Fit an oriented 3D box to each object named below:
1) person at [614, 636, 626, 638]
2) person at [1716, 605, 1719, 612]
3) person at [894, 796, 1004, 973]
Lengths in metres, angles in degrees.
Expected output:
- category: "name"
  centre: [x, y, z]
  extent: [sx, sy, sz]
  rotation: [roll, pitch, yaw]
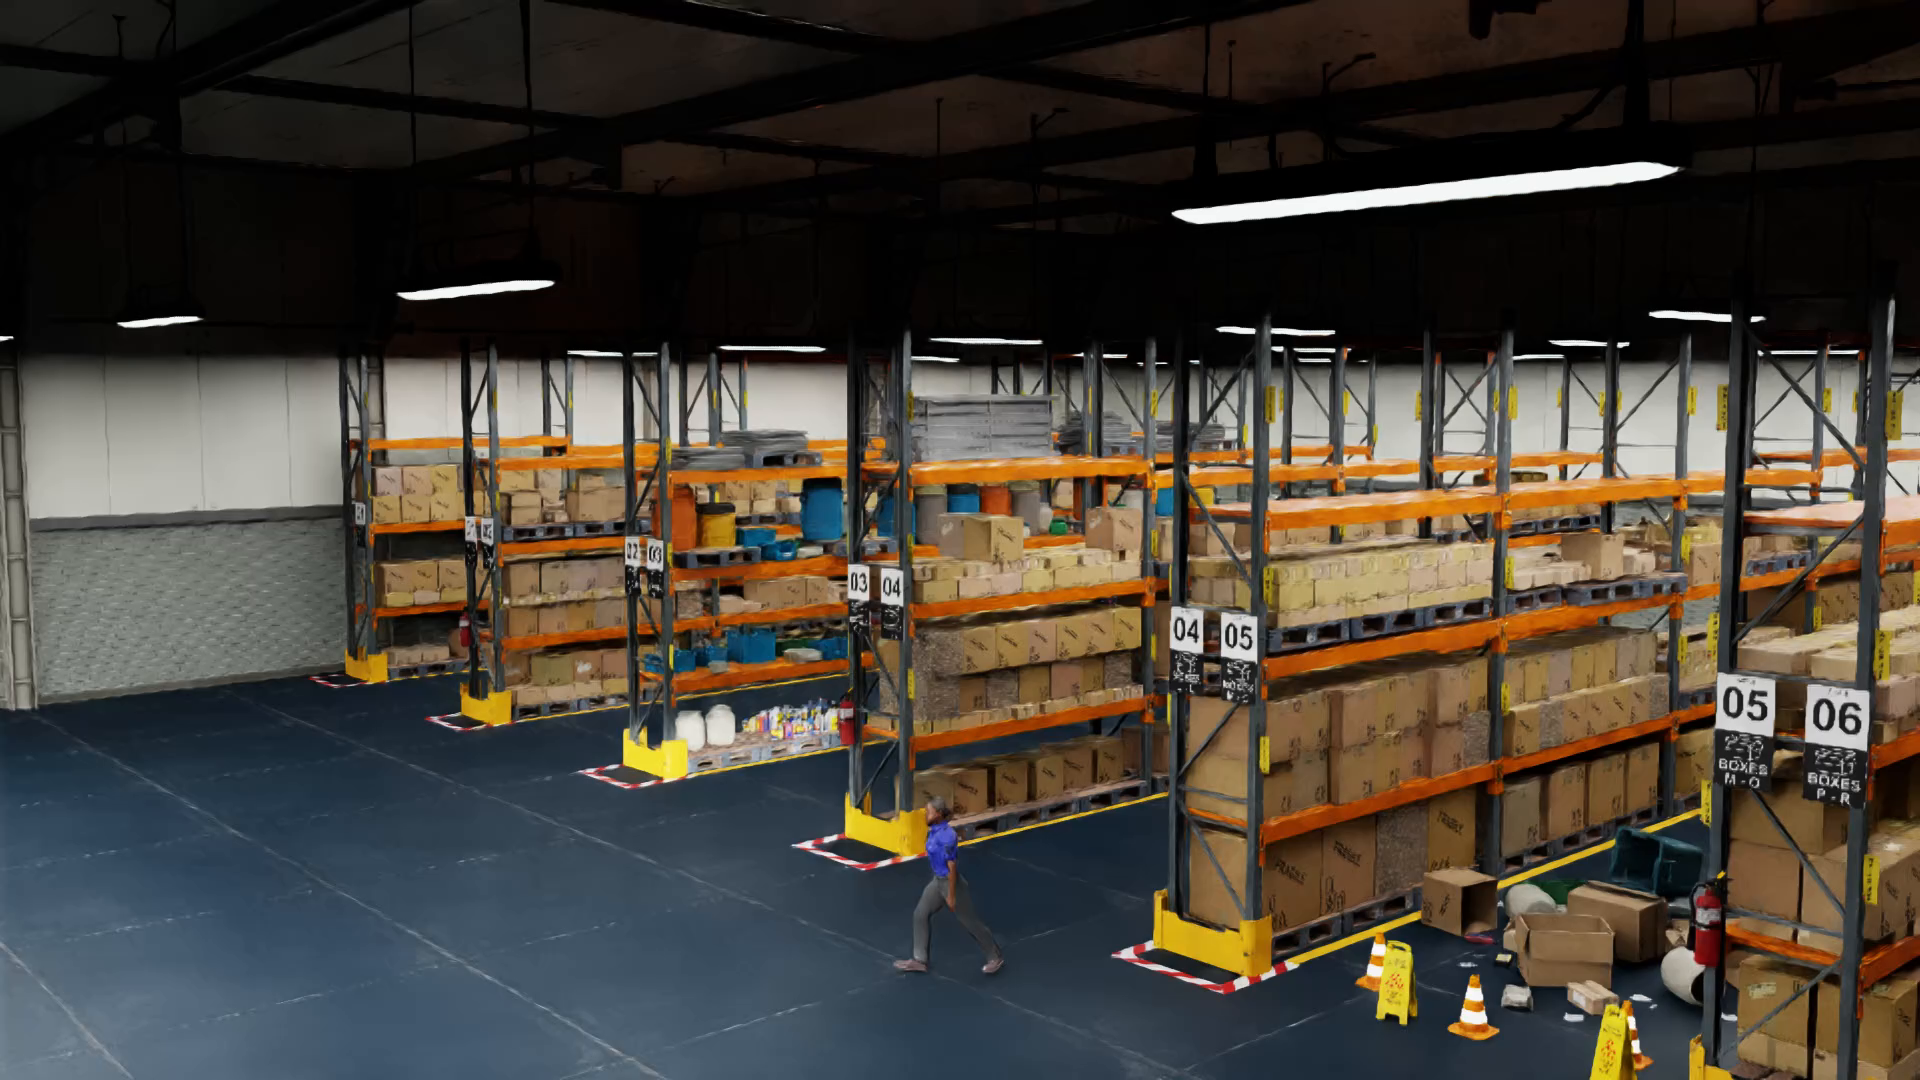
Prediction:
- category: "person"
  centre: [-6.034, 1.603, 29.879]
  extent: [0.476, 1.758, 0.593]
  rotation: [2, 5, 17]
- category: "person"
  centre: [12.572, 1.869, 27.483]
  extent: [0.582, 1.670, 0.488]
  rotation: [-3, 6, -33]
- category: "person"
  centre: [-0.083, 3.057, 14.731]
  extent: [0.941, 1.580, 0.502]
  rotation: [-2, 5, -20]
